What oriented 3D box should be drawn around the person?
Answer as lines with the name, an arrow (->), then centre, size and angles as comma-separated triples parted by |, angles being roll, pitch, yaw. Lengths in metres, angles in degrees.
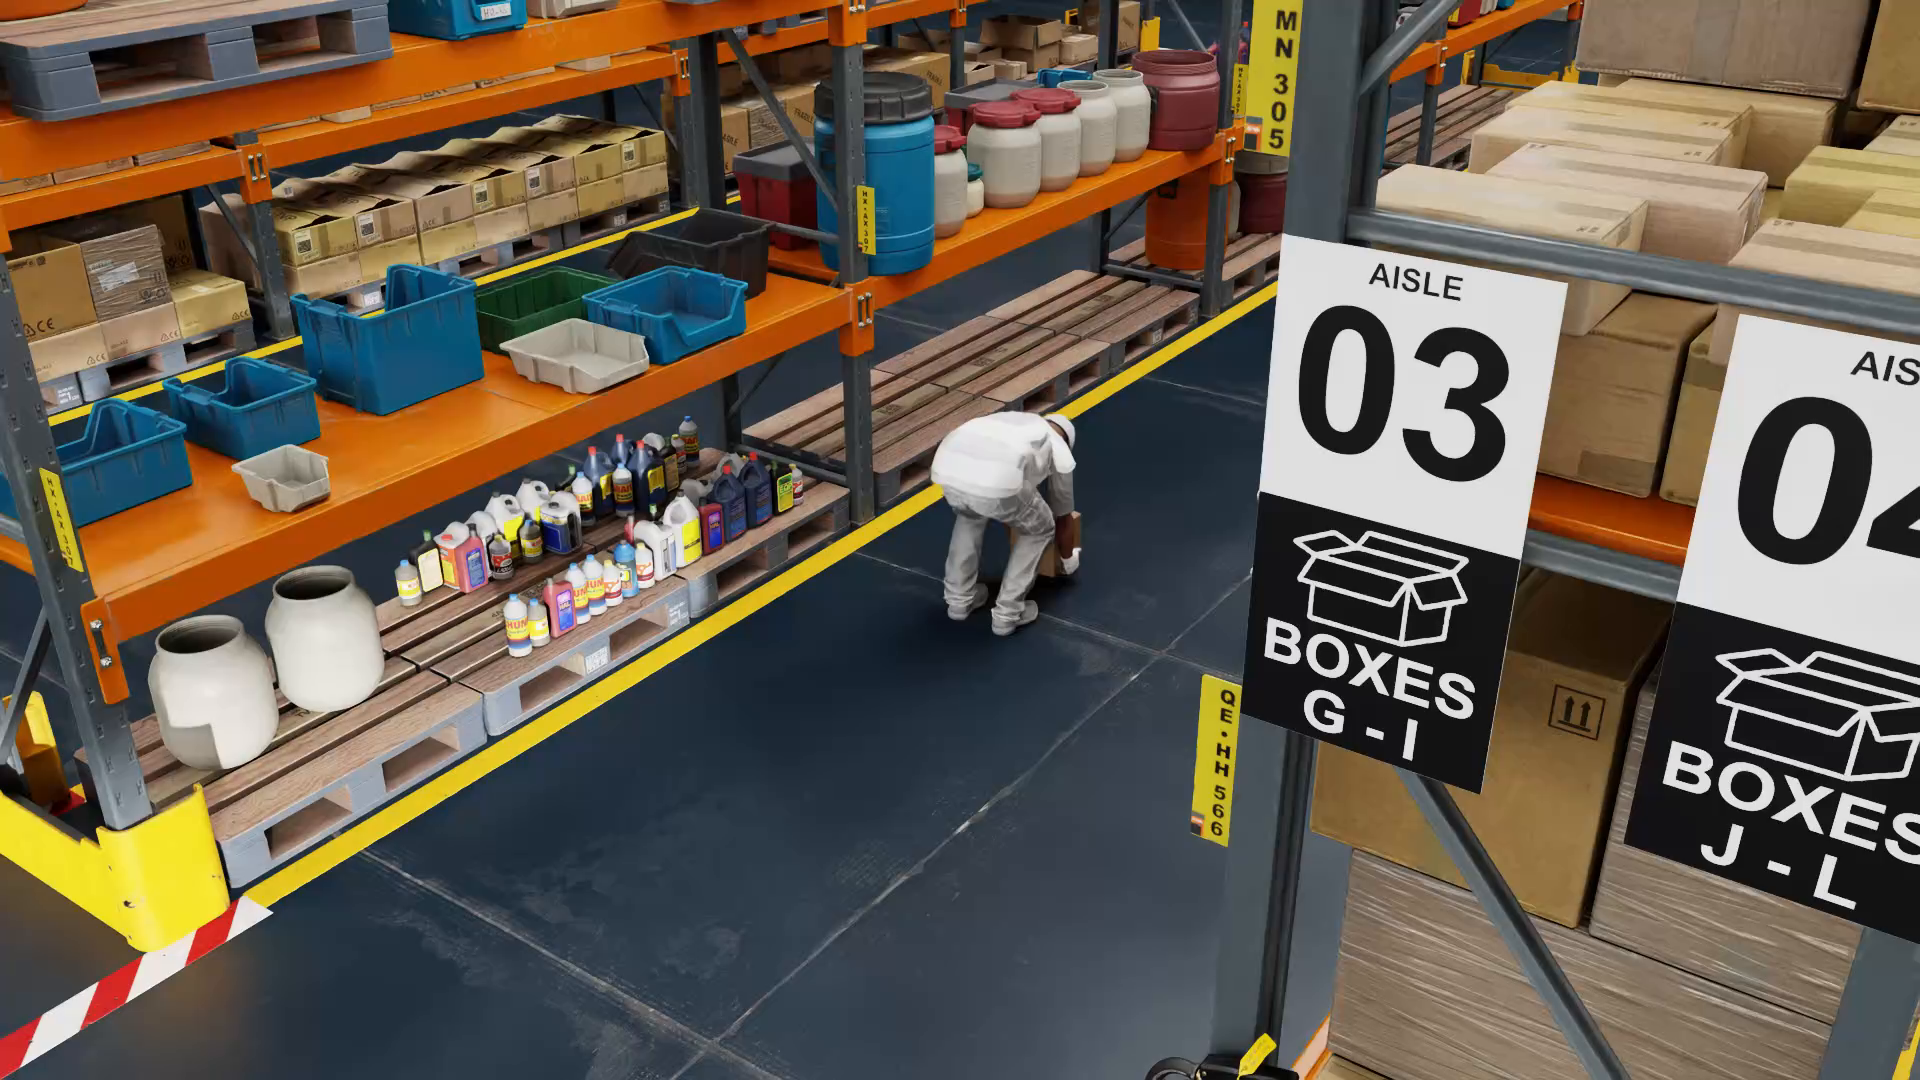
person -> 0.243, -0.159, 7.776 | 0.520, 1.000, 0.982 | 16, 31, 28
